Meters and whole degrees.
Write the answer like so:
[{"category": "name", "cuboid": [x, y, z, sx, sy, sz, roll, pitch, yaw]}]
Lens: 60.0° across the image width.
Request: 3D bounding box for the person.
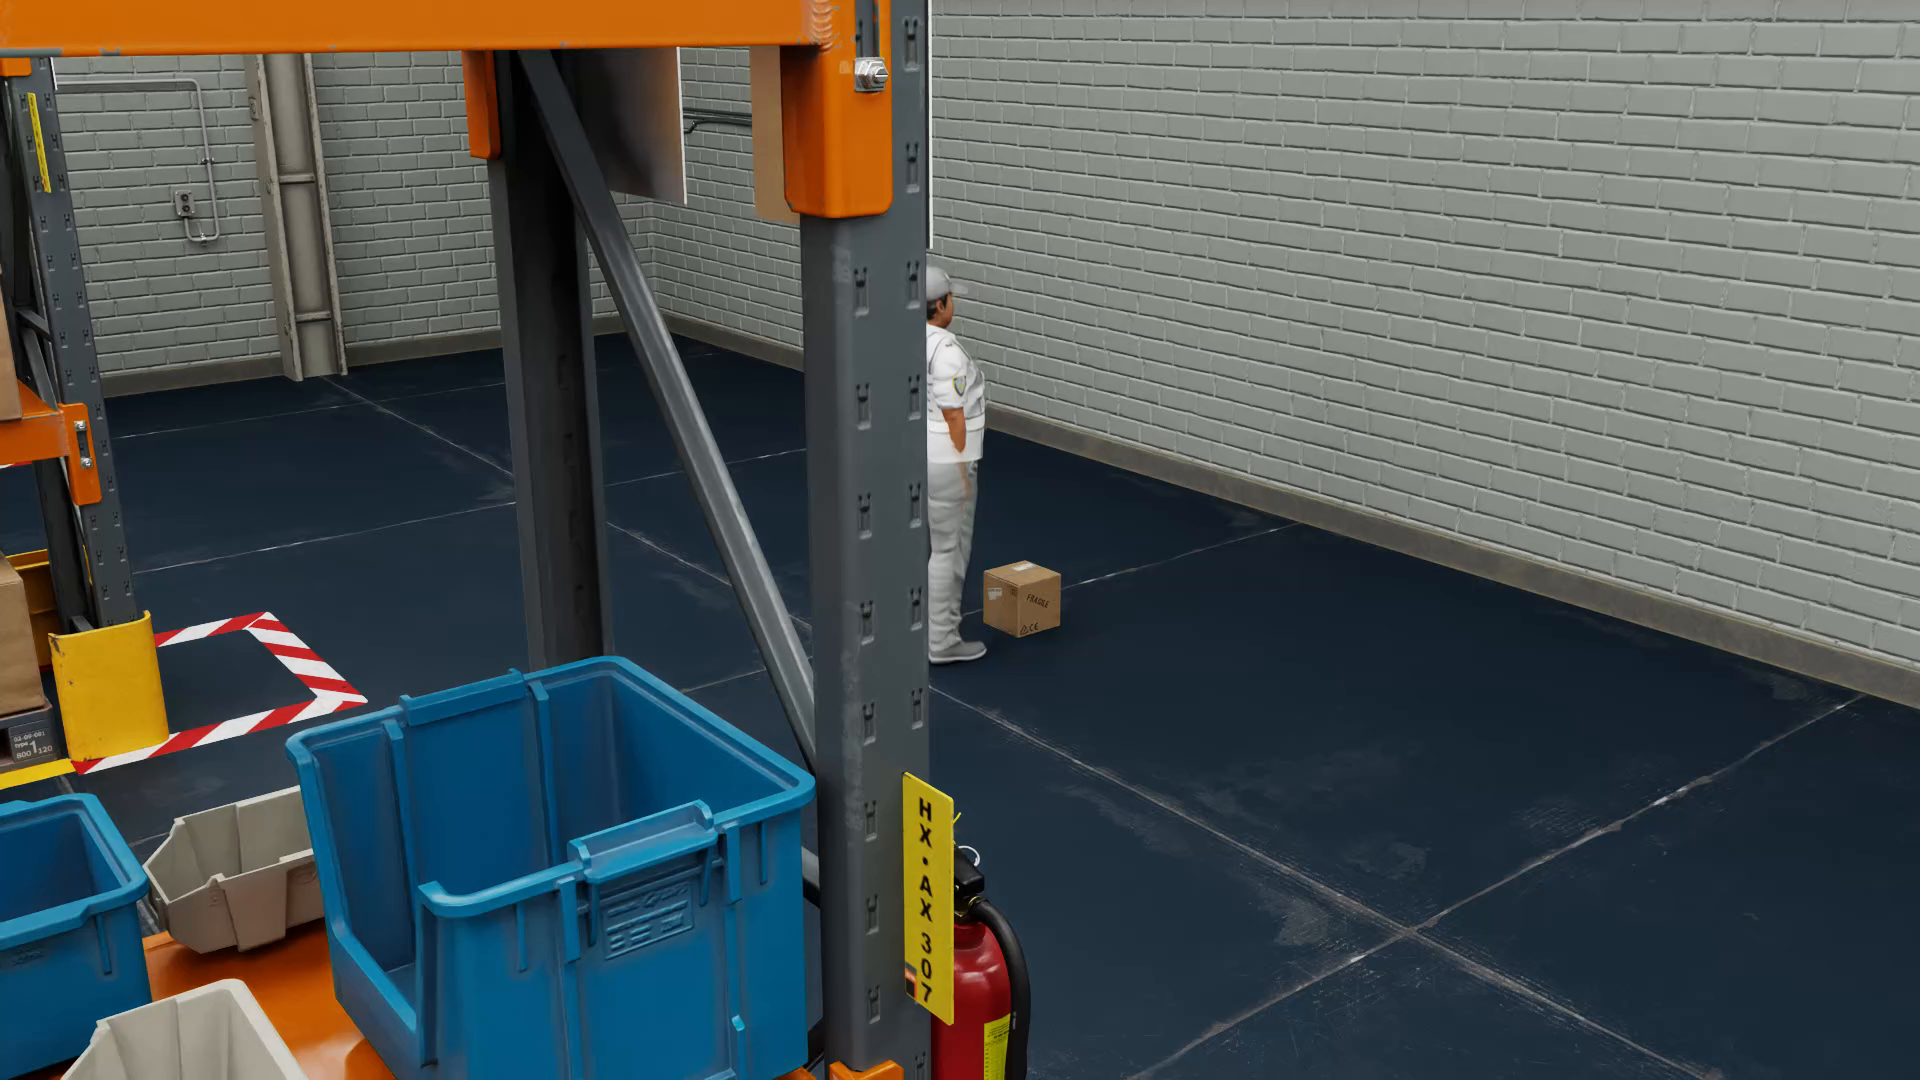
[{"category": "person", "cuboid": [-0.103, -0.319, 7.042, 0.392, 1.668, 0.462, -13, 22, -35]}]
